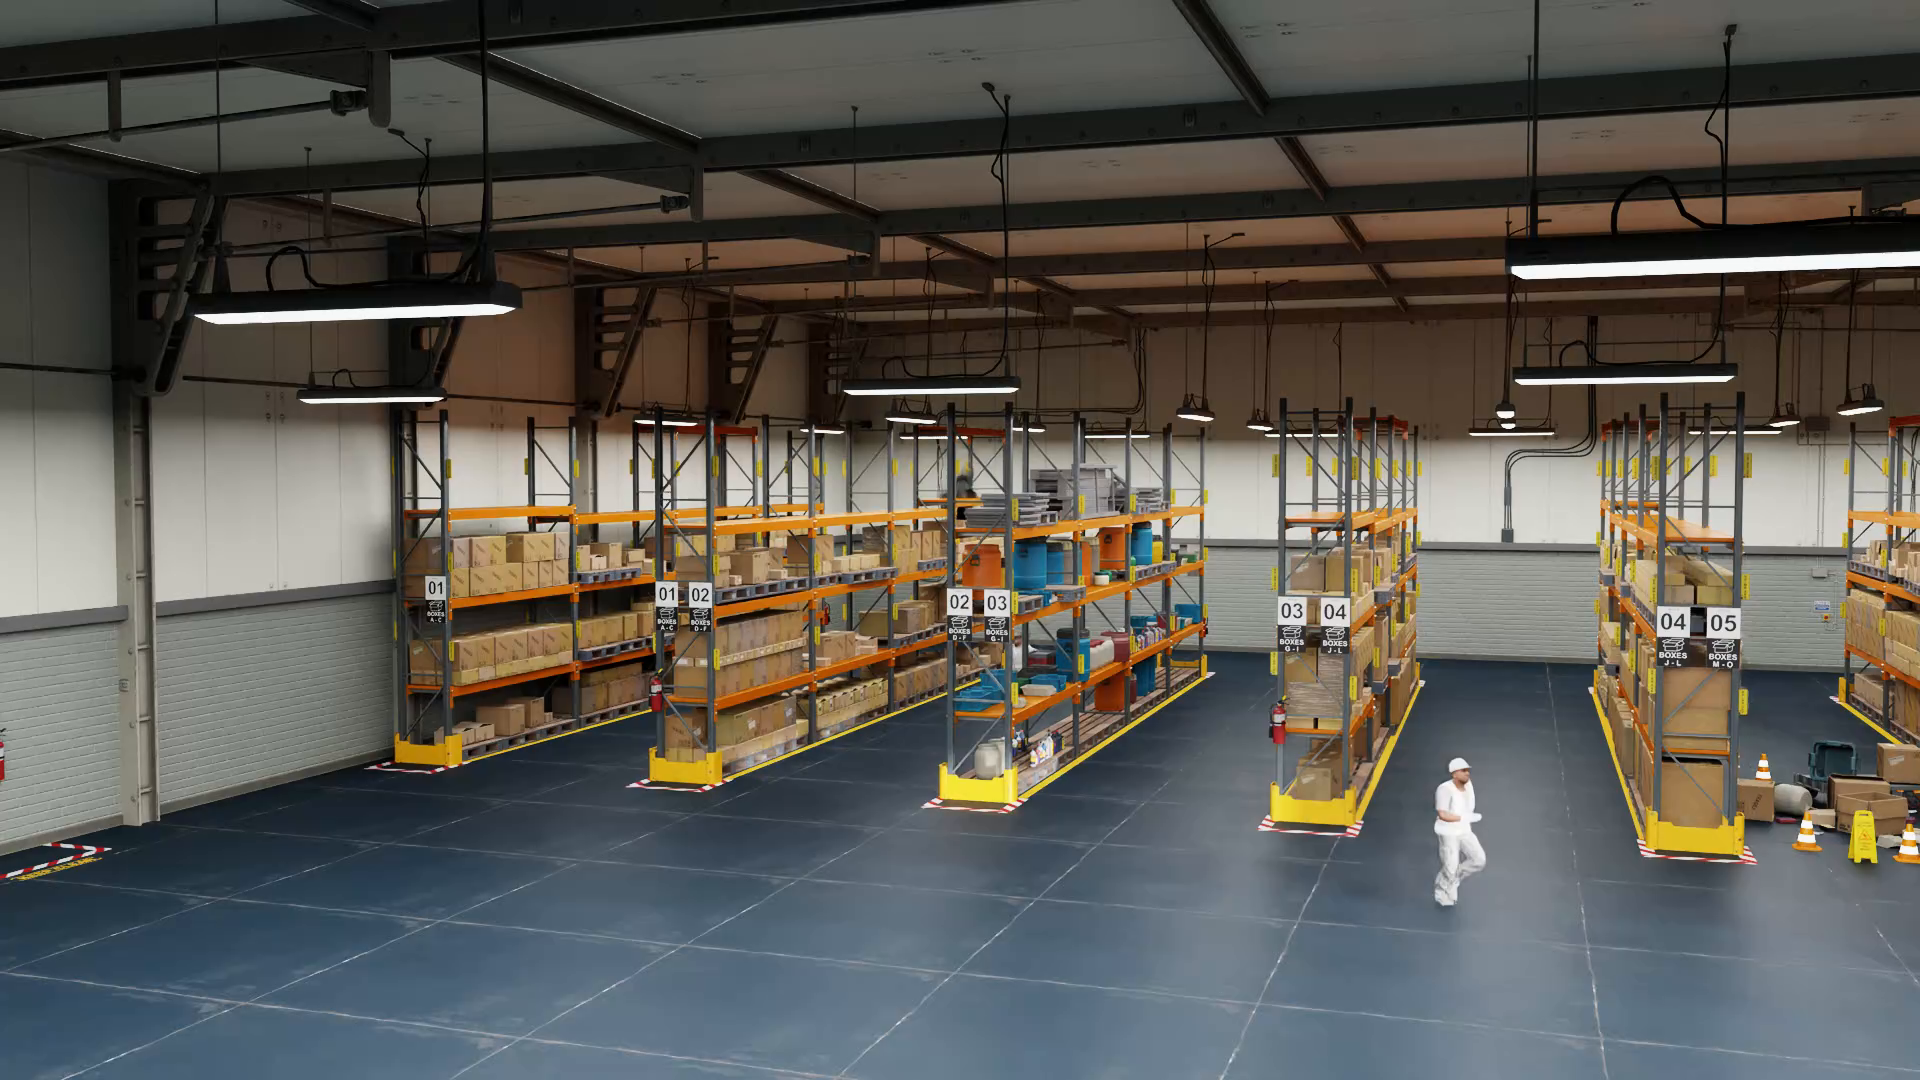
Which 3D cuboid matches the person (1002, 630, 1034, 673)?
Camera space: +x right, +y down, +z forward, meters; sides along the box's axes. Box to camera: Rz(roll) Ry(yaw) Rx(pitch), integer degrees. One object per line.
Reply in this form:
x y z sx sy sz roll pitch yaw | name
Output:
1.143 2.693 33.151 0.669 1.790 0.978 1 3 26 | person

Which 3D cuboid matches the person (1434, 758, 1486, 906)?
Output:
5.647 3.312 18.787 0.726 1.722 0.728 -2 3 -34 | person
